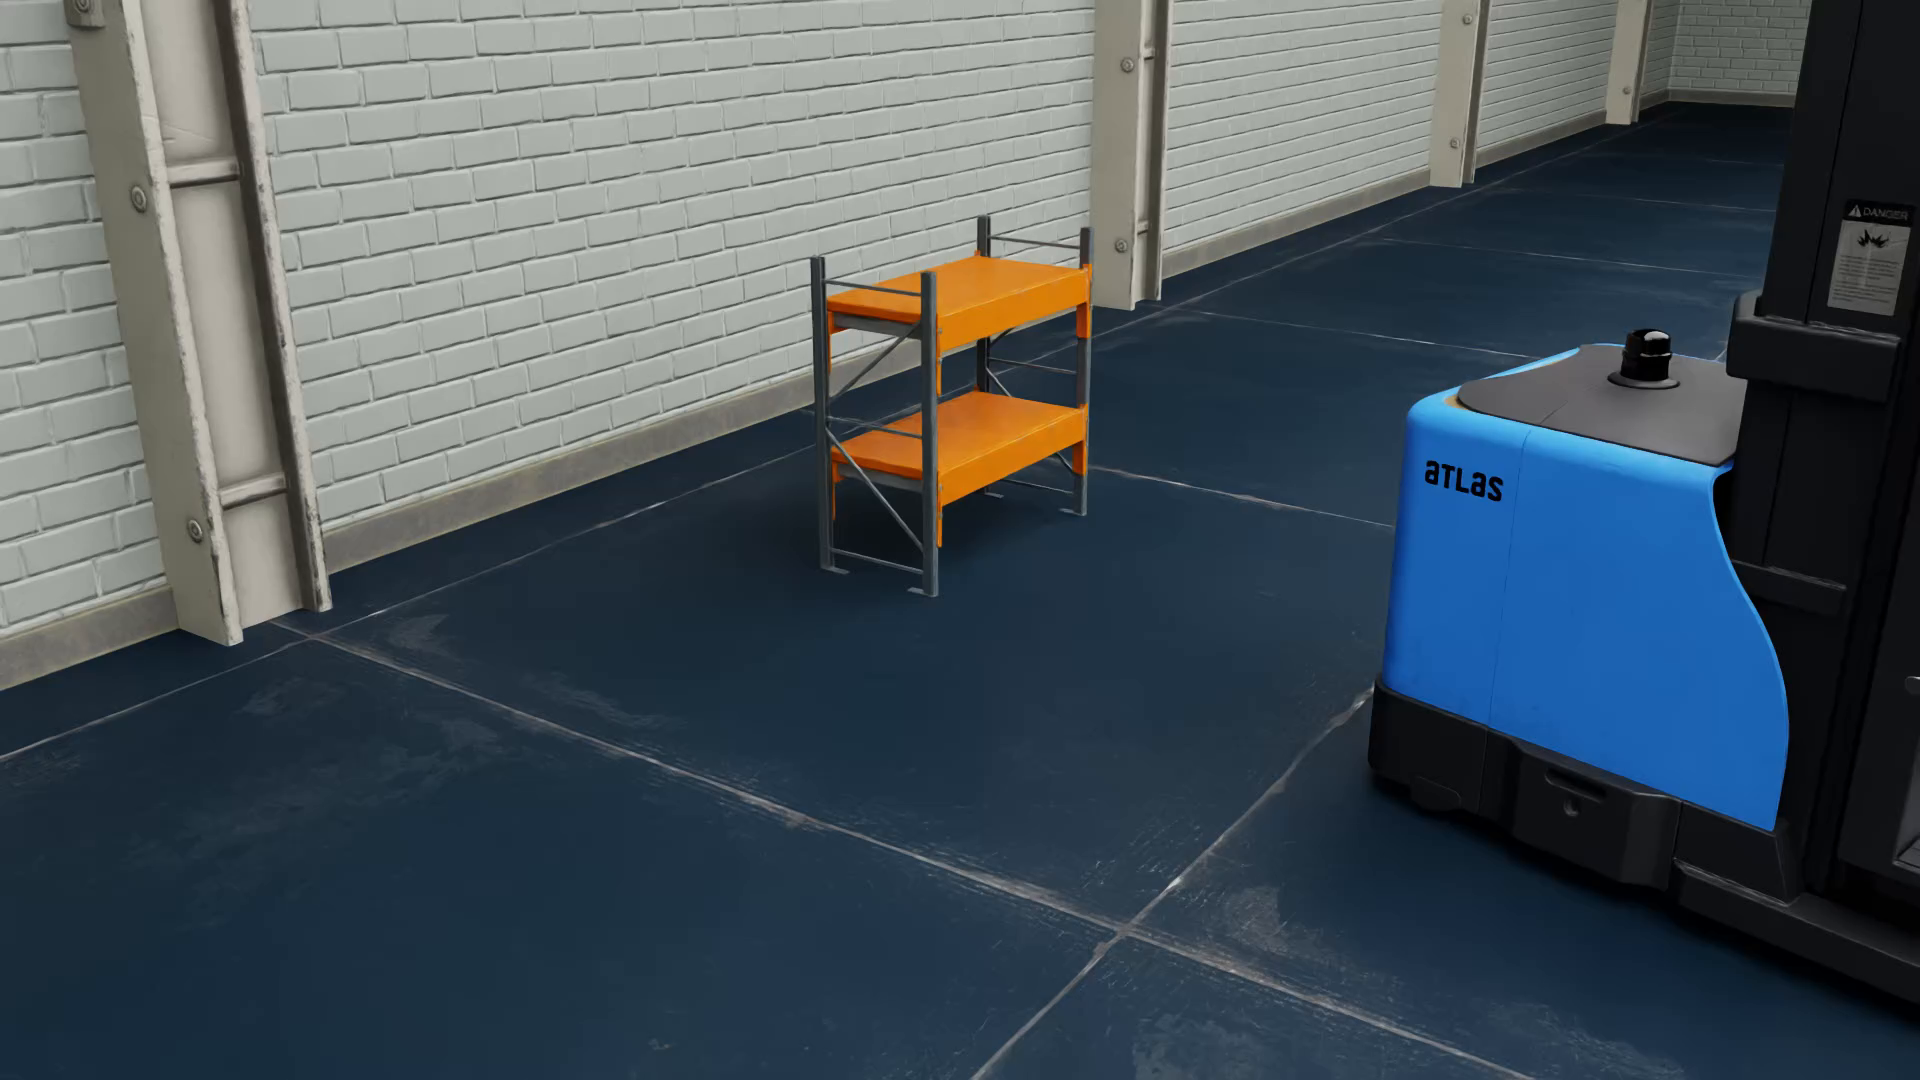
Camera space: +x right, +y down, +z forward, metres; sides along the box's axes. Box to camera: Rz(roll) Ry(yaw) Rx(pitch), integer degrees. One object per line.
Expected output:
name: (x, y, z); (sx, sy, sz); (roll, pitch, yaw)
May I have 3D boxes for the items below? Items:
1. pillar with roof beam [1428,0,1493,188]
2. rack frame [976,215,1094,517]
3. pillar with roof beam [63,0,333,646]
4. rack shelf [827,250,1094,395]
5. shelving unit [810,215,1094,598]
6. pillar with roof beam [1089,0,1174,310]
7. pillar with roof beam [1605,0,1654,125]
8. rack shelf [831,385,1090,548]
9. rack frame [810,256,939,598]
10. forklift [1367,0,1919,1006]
pillar with roof beam: (7.942, -6.568, 11.051); (9.100, 9.000, 0.400); (13, 24, 32)
rack frame: (0.282, -0.671, 6.459); (0.500, 1.125, 0.032); (13, 24, 32)
pillar with roof beam: (1.197, -3.125, 1.743); (9.100, 9.000, 0.400); (13, 24, 32)
rack shelf: (-0.004, -0.800, 5.963); (0.538, 0.278, 1.000); (13, 24, 32)
shelving unit: (-0.004, -0.526, 6.065); (0.538, 1.125, 1.048); (13, 24, 32)
pillar with roof beam: (4.569, -4.847, 6.397); (9.100, 9.000, 0.400); (13, 24, 32)
pillar with roof beam: (11.315, -8.290, 15.705); (9.100, 9.000, 0.400); (13, 24, 32)
rack shelf: (-0.004, -0.296, 6.149); (0.538, 0.278, 1.000); (13, 24, 32)
rack frame: (-0.290, -0.380, 5.670); (0.500, 1.125, 0.032); (13, 24, 32)
forklift: (2.458, -0.448, 3.250); (1.130, 2.935, 3.031); (-18, 27, -39)
